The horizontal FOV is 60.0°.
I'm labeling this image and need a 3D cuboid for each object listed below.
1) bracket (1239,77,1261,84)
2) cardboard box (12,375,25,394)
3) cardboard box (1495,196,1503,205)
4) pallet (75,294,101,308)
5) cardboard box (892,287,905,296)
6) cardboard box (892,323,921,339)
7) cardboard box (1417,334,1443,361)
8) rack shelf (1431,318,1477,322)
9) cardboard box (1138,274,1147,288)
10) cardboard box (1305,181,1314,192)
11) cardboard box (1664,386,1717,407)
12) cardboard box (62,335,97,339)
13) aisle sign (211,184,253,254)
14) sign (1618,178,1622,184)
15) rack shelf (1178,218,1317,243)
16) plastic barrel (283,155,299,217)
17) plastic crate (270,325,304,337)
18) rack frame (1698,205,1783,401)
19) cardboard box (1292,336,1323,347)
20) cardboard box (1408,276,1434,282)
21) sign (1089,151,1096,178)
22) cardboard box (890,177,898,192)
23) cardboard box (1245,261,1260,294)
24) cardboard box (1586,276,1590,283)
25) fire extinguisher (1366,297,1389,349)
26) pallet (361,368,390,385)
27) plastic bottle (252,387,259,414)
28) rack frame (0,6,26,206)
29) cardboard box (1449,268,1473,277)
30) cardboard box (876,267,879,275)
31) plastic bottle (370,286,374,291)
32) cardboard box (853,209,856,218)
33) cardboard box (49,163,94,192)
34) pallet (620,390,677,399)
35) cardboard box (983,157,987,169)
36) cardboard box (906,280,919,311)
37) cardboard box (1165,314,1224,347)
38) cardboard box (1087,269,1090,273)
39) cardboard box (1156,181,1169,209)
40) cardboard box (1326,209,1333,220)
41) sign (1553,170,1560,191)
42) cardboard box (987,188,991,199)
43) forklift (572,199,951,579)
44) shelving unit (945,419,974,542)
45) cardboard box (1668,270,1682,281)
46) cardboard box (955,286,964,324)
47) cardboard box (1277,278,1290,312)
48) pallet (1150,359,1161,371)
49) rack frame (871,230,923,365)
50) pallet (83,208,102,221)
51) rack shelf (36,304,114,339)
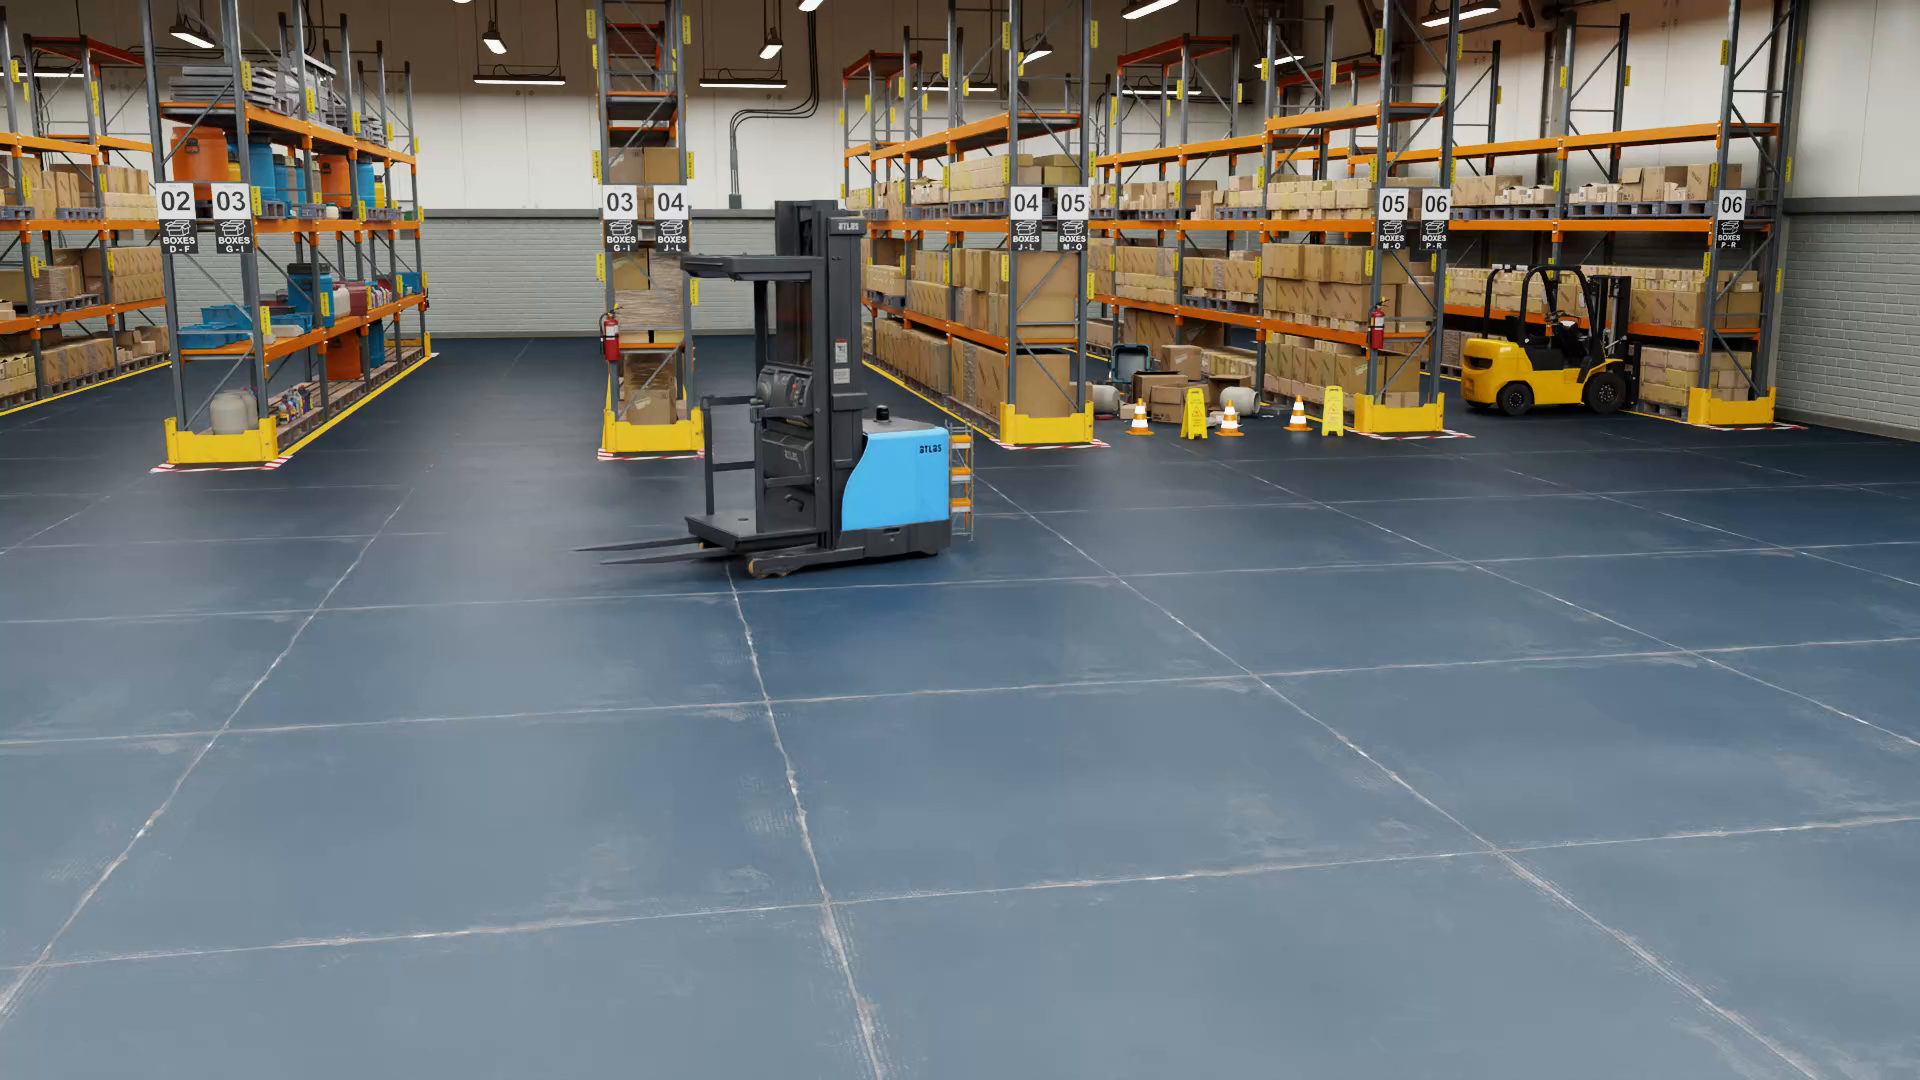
[{"bbox_3d":[7.087,-11.878,43.411,0.076,0.066,5.218,-2,11,-11],"label":"bracket"},{"bbox_3d":[-14.606,-2.365,25.332,0.500,0.250,0.500,-2,11,-12],"label":"cardboard box"},{"bbox_3d":[9.372,-5.797,28.389,0.380,0.149,0.250,-2,11,-12],"label":"cardboard box"},{"bbox_3d":[-15.781,-4.180,29.152,1.003,0.211,1.213,-2,11,-11],"label":"pallet"},{"bbox_3d":[-0.995,-4.370,29.181,0.380,0.149,0.250,-2,11,-10],"label":"cardboard box"},{"bbox_3d":[-0.948,-3.768,30.027,0.500,0.250,0.500,-2,11,-10],"label":"cardboard box"},{"bbox_3d":[8.962,-3.641,31.365,0.500,0.500,0.500,-2,11,-9],"label":"cardboard box"},{"bbox_3d":[8.866,-4.606,32.799,1.077,0.370,4.000,-2,11,-11],"label":"rack shelf"},{"bbox_3d":[3.720,-4.945,31.721,0.500,0.250,0.500,-2,11,-13],"label":"cardboard box"},{"bbox_3d":[5.213,-5.113,24.056,0.380,0.149,0.250,-2,11,-12],"label":"cardboard box"},{"bbox_3d":[10.410,-2.056,23.706,0.500,0.250,0.500,-2,11,-11],"label":"cardboard box"},{"bbox_3d":[-16.218,-3.508,30.612,0.500,0.500,0.500,-2,11,-11],"label":"cardboard box"},{"bbox_3d":[-8.335,-3.678,19.048,0.394,0.787,0.004,-2,11,-11],"label":"aisle sign"},{"bbox_3d":[10.578,-5.646,26.722,0.100,0.325,0.005,-2,11,-11],"label":"sign"},{"bbox_3d":[4.776,-5.165,27.712,1.077,0.370,4.000,-2,11,-11],"label":"rack shelf"},{"bbox_3d":[-9.853,-5.063,23.910,0.600,0.901,0.600,0,11,0],"label":"plastic barrel"},{"bbox_3d":[-8.850,-2.719,21.667,0.530,0.136,0.437,-2,11,-11],"label":"plastic crate"},{"bbox_3d":[10.811,-3.126,23.096,1.000,3.000,0.127,-2,11,-11],"label":"rack frame"},{"bbox_3d":[5.138,-2.934,24.580,0.380,0.149,0.250,-1,11,-8],"label":"cardboard box"},{"bbox_3d":[8.733,-4.907,31.734,0.500,0.250,0.500,-3,11,-14],"label":"cardboard box"},{"bbox_3d":[1.653,-4.707,20.831,0.100,0.325,0.005,-2,11,-11],"label":"sign"},{"bbox_3d":[-1.052,-6.412,30.024,0.396,0.266,0.258,-2,11,-11],"label":"cardboard box"},{"bbox_3d":[4.850,-4.156,26.323,0.500,0.500,0.500,-2,11,-12],"label":"cardboard box"},{"bbox_3d":[9.943,-4.017,25.776,0.380,0.149,0.250,-2,11,-10],"label":"cardboard box"},{"bbox_3d":[5.513,-2.869,21.953,0.296,0.674,0.183,-2,11,-11],"label":"fire extinguisher"},{"bbox_3d":[-10.620,-2.868,29.199,1.003,0.211,1.213,-2,11,-11],"label":"pallet"},{"bbox_3d":[-9.523,-1.894,22.535,0.144,0.351,0.185,-2,11,-11],"label":"plastic bottle"},{"bbox_3d":[-15.051,-6.639,25.509,1.000,3.000,0.127,-2,11,-11],"label":"rack frame"},{"bbox_3d":[9.082,-4.843,30.114,0.380,0.149,0.250,-2,11,-10],"label":"cardboard box"},{"bbox_3d":[-1.349,-4.996,30.879,0.380,0.149,0.250,-2,11,-9],"label":"cardboard box"},{"bbox_3d":[-10.576,-4.385,29.843,0.144,0.351,0.185,-2,11,-11],"label":"plastic bottle"},{"bbox_3d":[-1.957,-6.798,34.768,0.500,0.250,0.500,-2,11,-13],"label":"cardboard box"},{"bbox_3d":[-15.961,-6.527,30.003,0.700,0.500,0.500,-2,11,-11],"label":"cardboard box"},{"bbox_3d":[-4.708,-2.091,25.115,1.003,0.211,1.213,-2,11,-11],"label":"pallet"},{"bbox_3d":[0.513,-4.979,21.958,0.380,0.149,0.250,-2,11,-11],"label":"cardboard box"},{"bbox_3d":[-0.626,-4.170,28.316,0.500,0.500,0.500,-2,11,-10],"label":"cardboard box"},{"bbox_3d":[4.334,-3.704,30.694,0.875,0.875,0.875,-2,11,-12],"label":"cardboard box"},{"bbox_3d":[2.964,-5.553,35.580,0.500,0.500,0.500,-2,11,-9],"label":"cardboard box"},{"bbox_3d":[4.008,-6.315,30.441,0.700,0.500,0.500,-3,11,-14],"label":"cardboard box"},{"bbox_3d":[5.378,-4.586,23.417,0.380,0.149,0.250,-2,11,-13],"label":"cardboard box"},{"bbox_3d":[9.503,-5.720,26.479,0.100,0.325,0.005,-2,11,-11],"label":"sign"},{"bbox_3d":[0.563,-4.540,21.785,0.380,0.149,0.250,-2,11,-10],"label":"cardboard box"},{"bbox_3d":[-1.604,-1.247,13.411,3.031,2.935,1.130,-7,13,-31],"label":"forklift"},{"bbox_3d":[-0.010,-0.526,14.650,0.215,1.050,0.252,-2,11,-11],"label":"shelving unit"},{"bbox_3d":[10.379,-3.789,23.782,0.380,0.149,0.250,-2,11,-10],"label":"cardboard box"},{"bbox_3d":[0.413,-3.486,24.588,0.875,0.550,0.550,-2,11,-11],"label":"cardboard box"},{"bbox_3d":[5.098,-3.691,25.005,0.500,0.500,0.500,-2,11,-11],"label":"cardboard box"},{"bbox_3d":[4.074,-3.412,32.061,1.003,0.211,1.213,-2,11,-11],"label":"pallet"},{"bbox_3d":[-1.227,-4.947,32.664,1.000,3.000,0.127,-2,11,-11],"label":"rack frame"},{"bbox_3d":[-15.771,-5.684,29.020,1.213,0.211,1.003,-2,11,-11],"label":"pallet"},{"bbox_3d":[-15.440,-3.705,28.065,1.077,0.370,4.000,-2,11,-11],"label":"rack shelf"}]
